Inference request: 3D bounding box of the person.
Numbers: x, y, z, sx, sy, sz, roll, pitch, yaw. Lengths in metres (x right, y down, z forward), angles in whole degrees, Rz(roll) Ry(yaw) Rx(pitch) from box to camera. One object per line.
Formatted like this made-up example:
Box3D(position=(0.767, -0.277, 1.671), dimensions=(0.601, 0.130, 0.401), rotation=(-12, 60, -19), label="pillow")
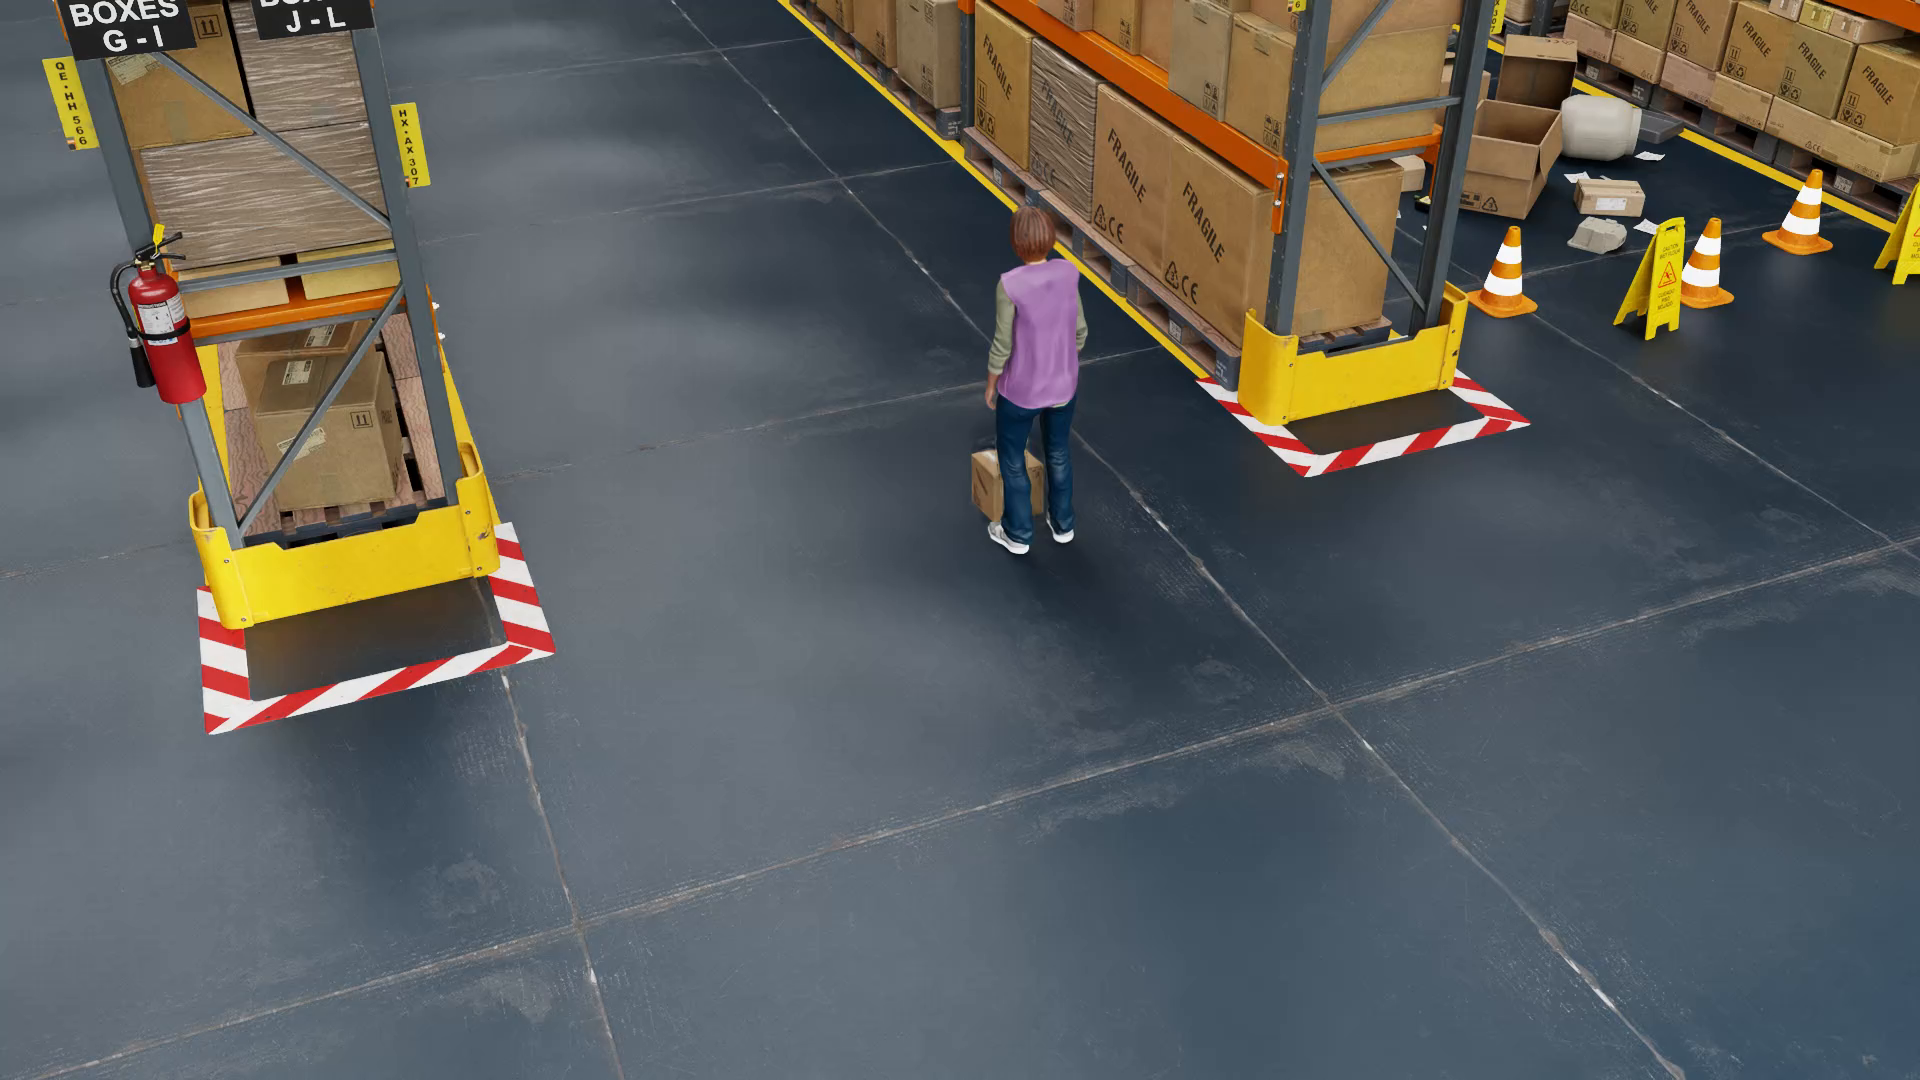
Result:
Box3D(position=(0.323, -0.645, 7.133), dimensions=(0.459, 1.566, 0.343), rotation=(-14, 36, -20), label="person")
